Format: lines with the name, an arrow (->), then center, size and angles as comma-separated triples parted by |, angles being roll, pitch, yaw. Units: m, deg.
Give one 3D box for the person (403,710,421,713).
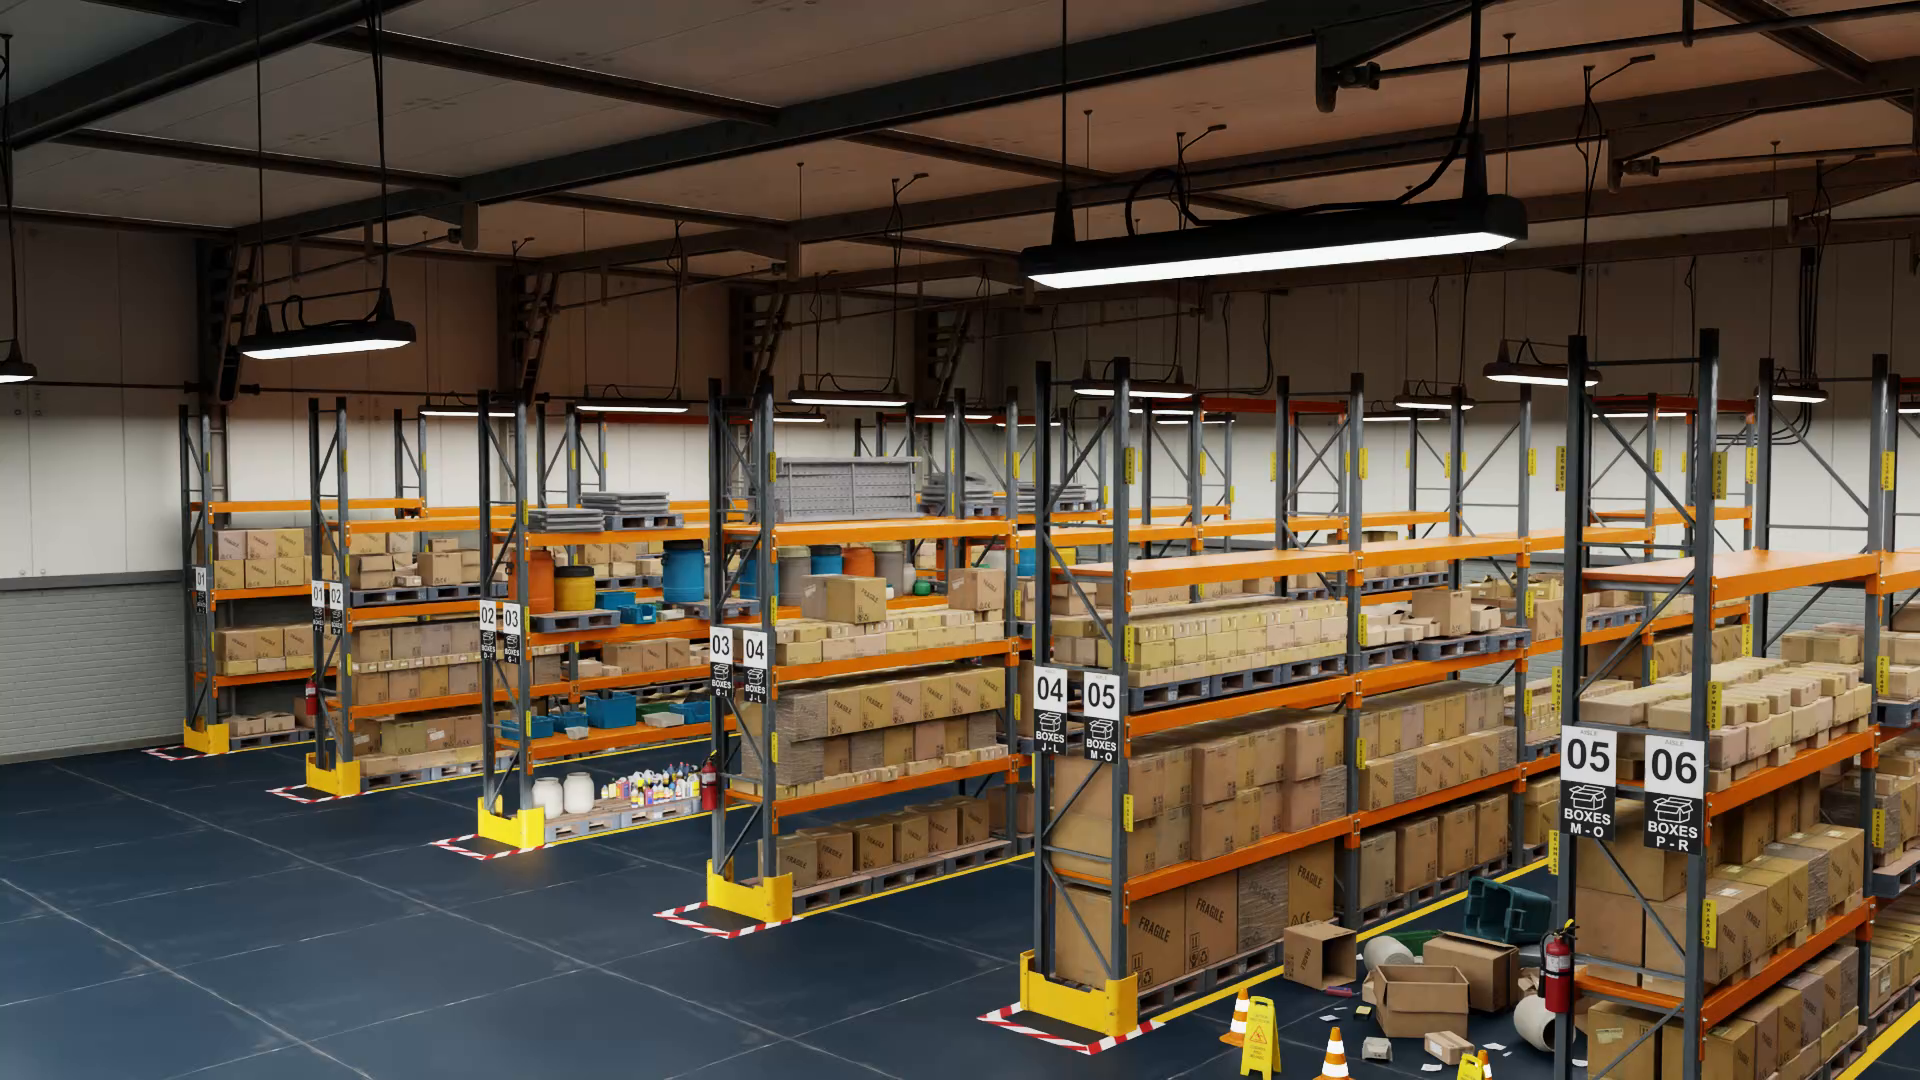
person -> -9.480, 2.914, 28.635 | 0.456, 1.436, 0.967 | 1, 3, 17
